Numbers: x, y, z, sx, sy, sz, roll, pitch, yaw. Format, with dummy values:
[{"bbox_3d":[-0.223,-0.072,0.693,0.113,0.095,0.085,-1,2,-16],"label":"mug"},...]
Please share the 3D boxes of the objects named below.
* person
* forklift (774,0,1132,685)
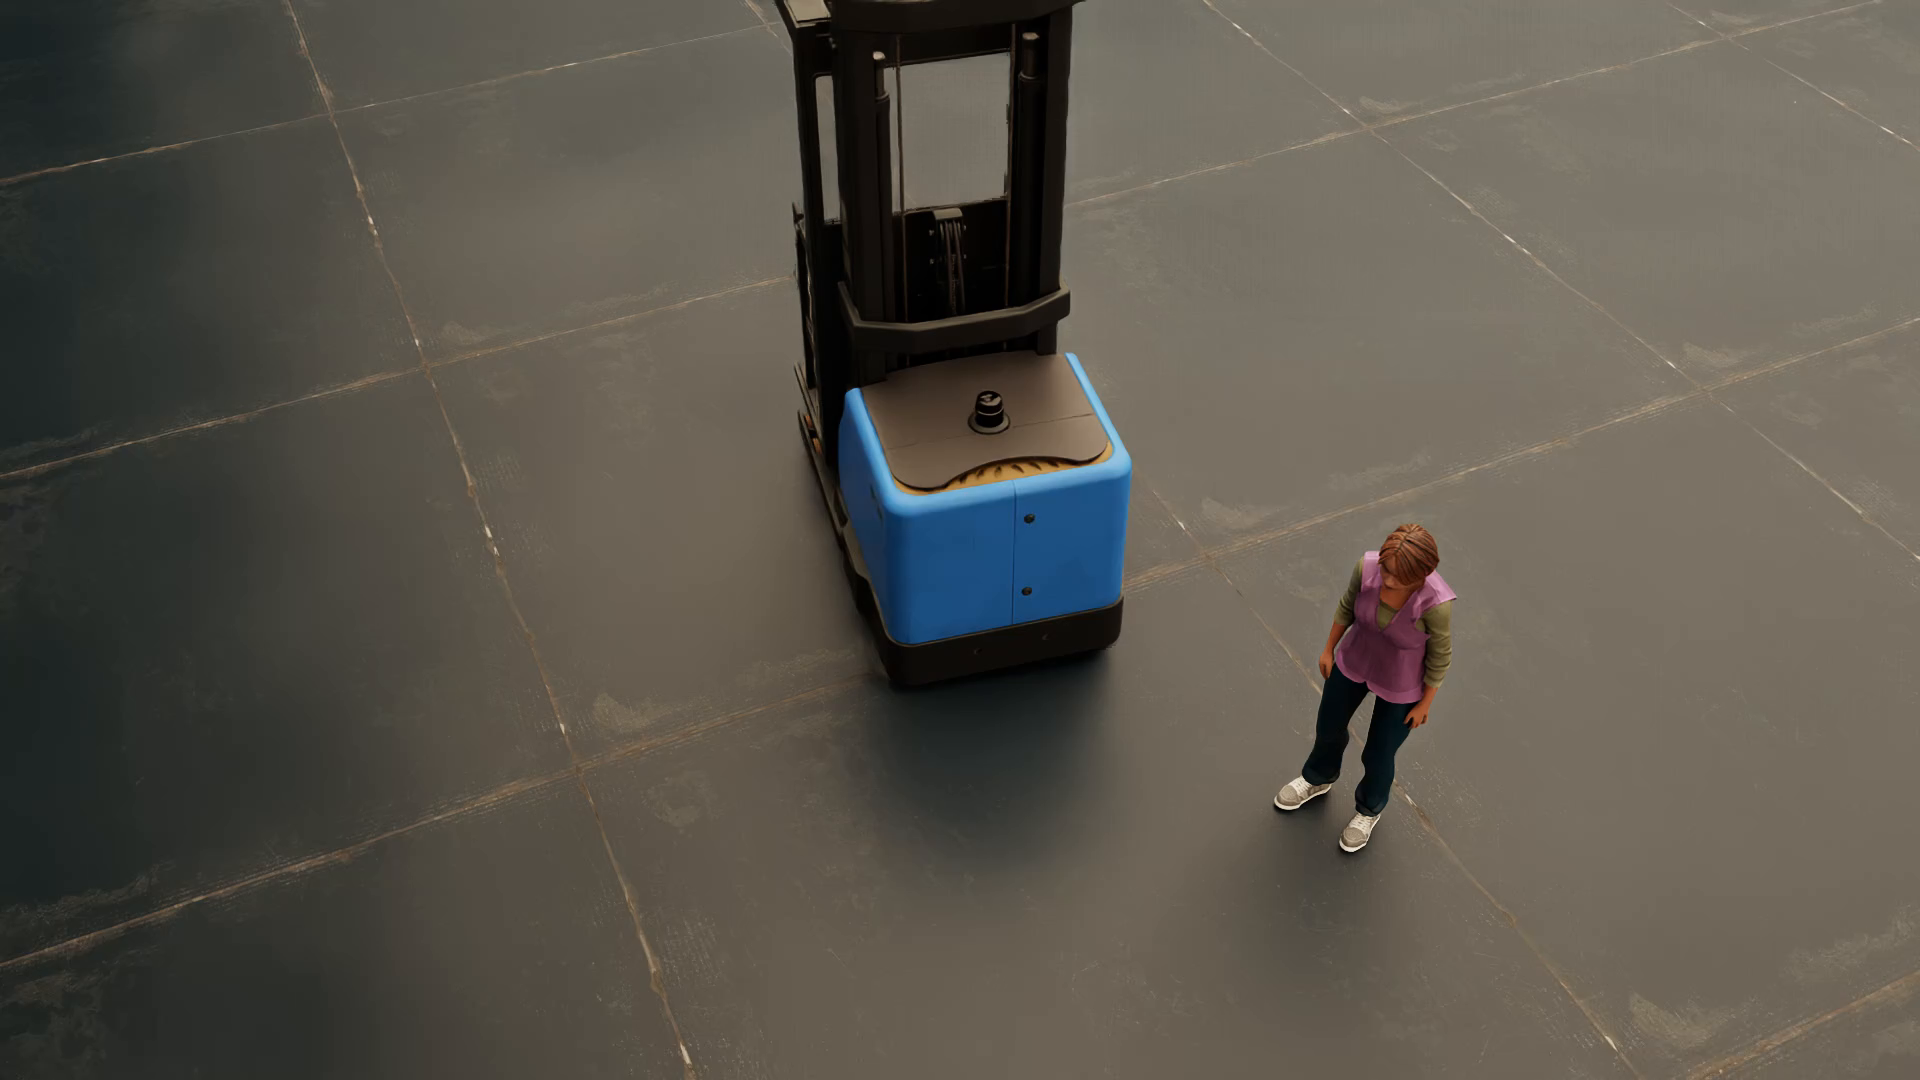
[{"bbox_3d":[1.530,0.511,6.116,0.474,1.590,0.348,32,52,30],"label":"person"},{"bbox_3d":[-0.178,-1.476,7.261,1.130,2.935,3.031,-11,44,-11],"label":"forklift"}]
